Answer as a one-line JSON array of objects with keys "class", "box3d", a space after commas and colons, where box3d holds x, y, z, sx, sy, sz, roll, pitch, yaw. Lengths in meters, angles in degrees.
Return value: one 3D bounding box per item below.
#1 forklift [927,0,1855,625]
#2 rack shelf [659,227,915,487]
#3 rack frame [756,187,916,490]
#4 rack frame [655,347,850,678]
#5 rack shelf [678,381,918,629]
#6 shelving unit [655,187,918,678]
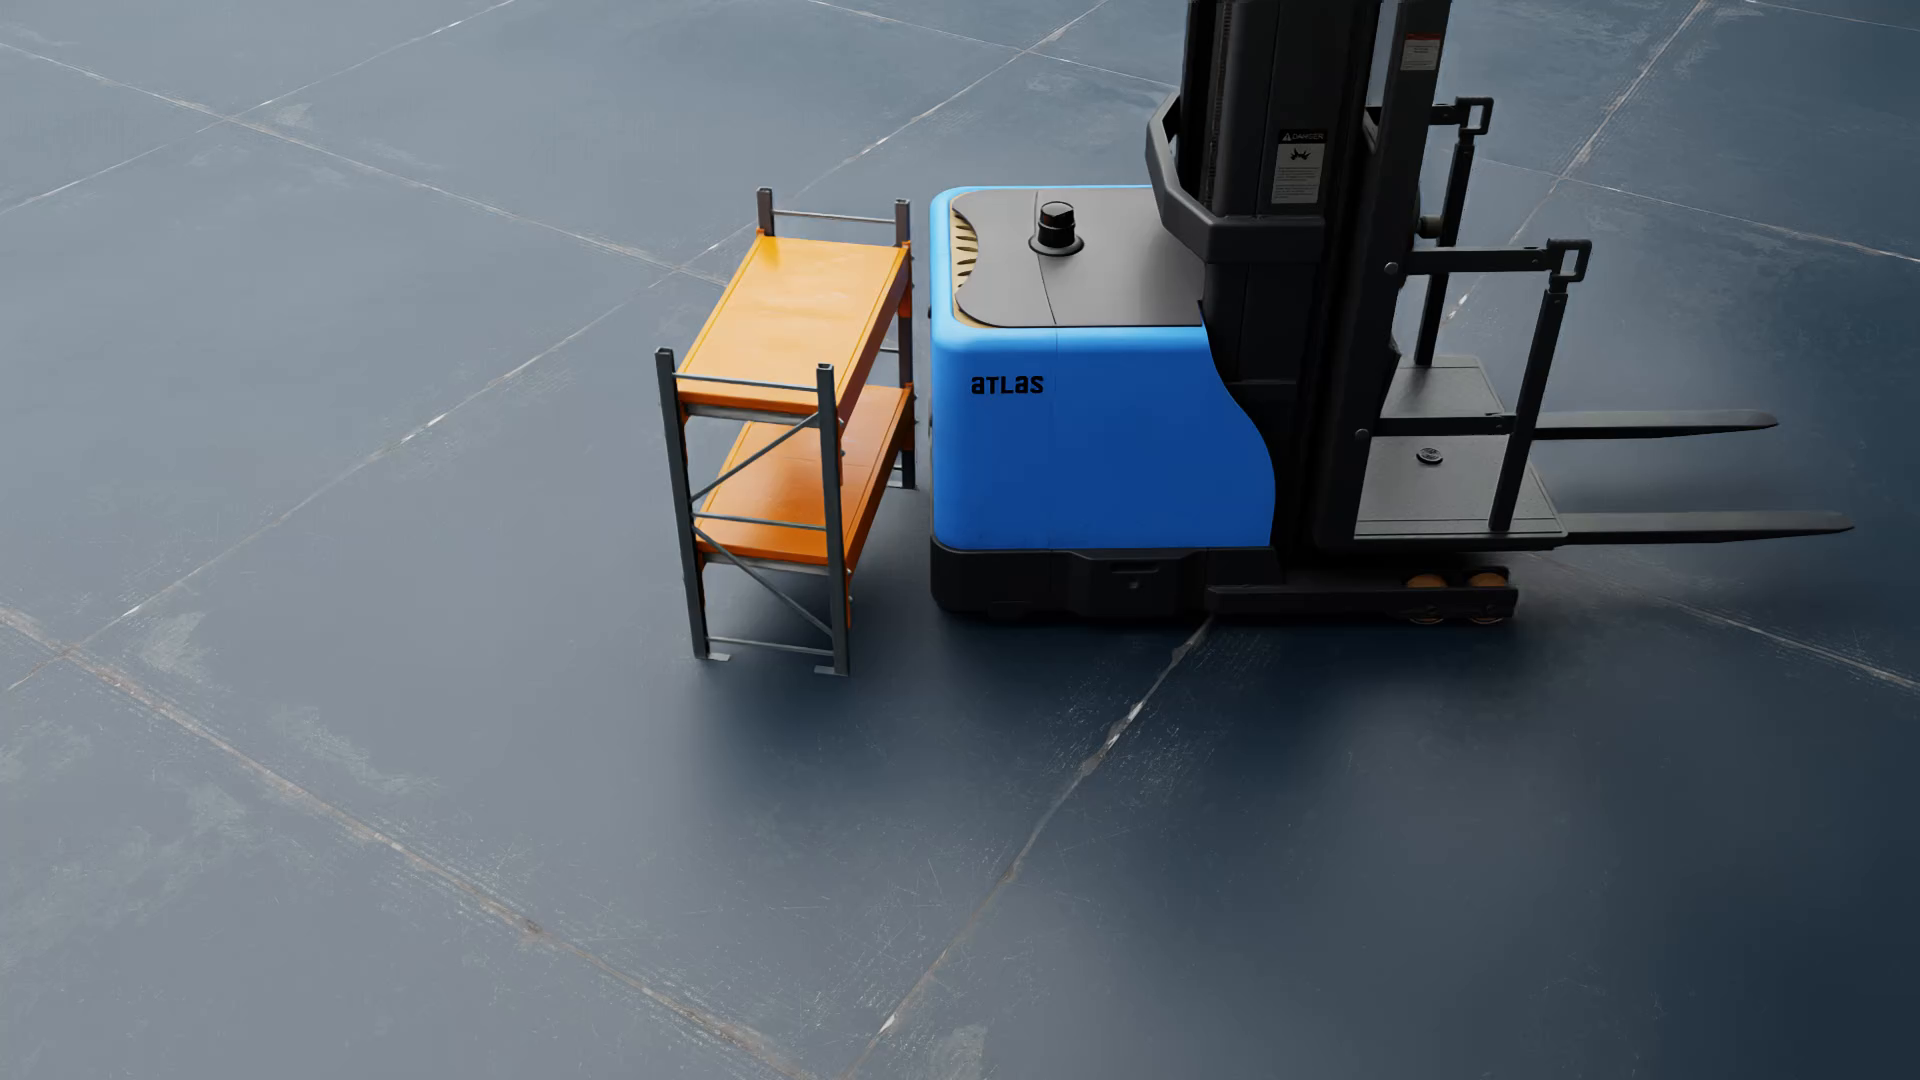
[{"class": "forklift", "box3d": [1.412, -1.212, 4.921, 3.031, 2.935, 1.130, -1, 38, -1]}, {"class": "rack shelf", "box3d": [-0.501, -0.590, 5.114, 0.538, 0.278, 1.000, 6, 38, 8]}, {"class": "rack frame", "box3d": [-0.409, -0.663, 5.689, 0.500, 1.125, 0.032, 6, 38, 8]}, {"class": "rack frame", "box3d": [-0.593, -0.053, 4.897, 0.500, 1.125, 0.032, 6, 38, 8]}, {"class": "rack shelf", "box3d": [-0.501, -0.164, 5.442, 0.538, 0.278, 1.000, 6, 38, 8]}, {"class": "shelving unit", "box3d": [-0.501, -0.358, 5.293, 0.538, 1.125, 1.048, 6, 38, 8]}]
